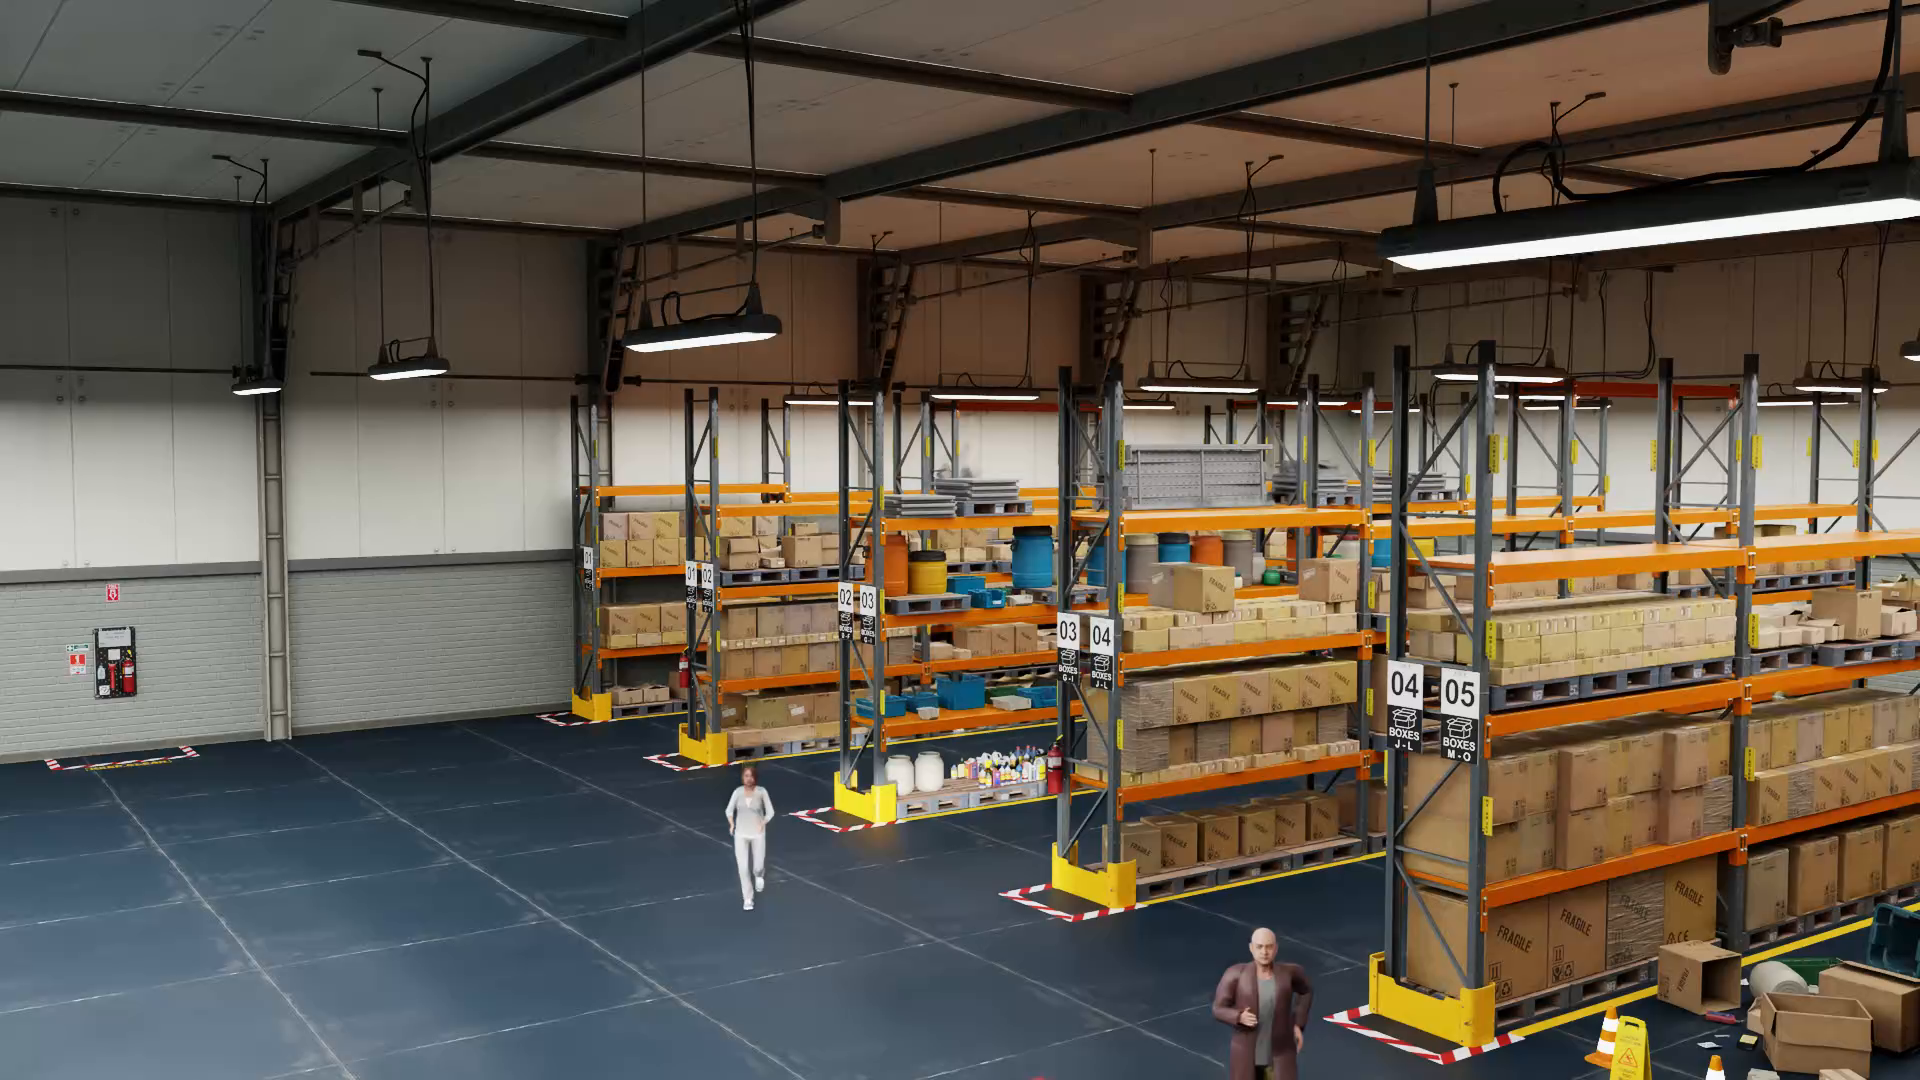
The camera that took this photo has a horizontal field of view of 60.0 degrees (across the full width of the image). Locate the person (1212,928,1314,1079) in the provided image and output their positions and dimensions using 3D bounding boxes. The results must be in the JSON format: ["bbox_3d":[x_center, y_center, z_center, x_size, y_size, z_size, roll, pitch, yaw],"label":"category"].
[{"bbox_3d":[2.077,3.565,11.413,0.693,1.816,0.896,1,3,10],"label":"person"}]

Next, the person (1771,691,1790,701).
[{"bbox_3d":[11.469,2.932,23.368,0.572,1.648,0.614,-3,4,-39],"label":"person"}]

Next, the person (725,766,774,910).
[{"bbox_3d":[-2.338,3.276,18.455,0.538,1.549,0.608,0,3,-2],"label":"person"}]
